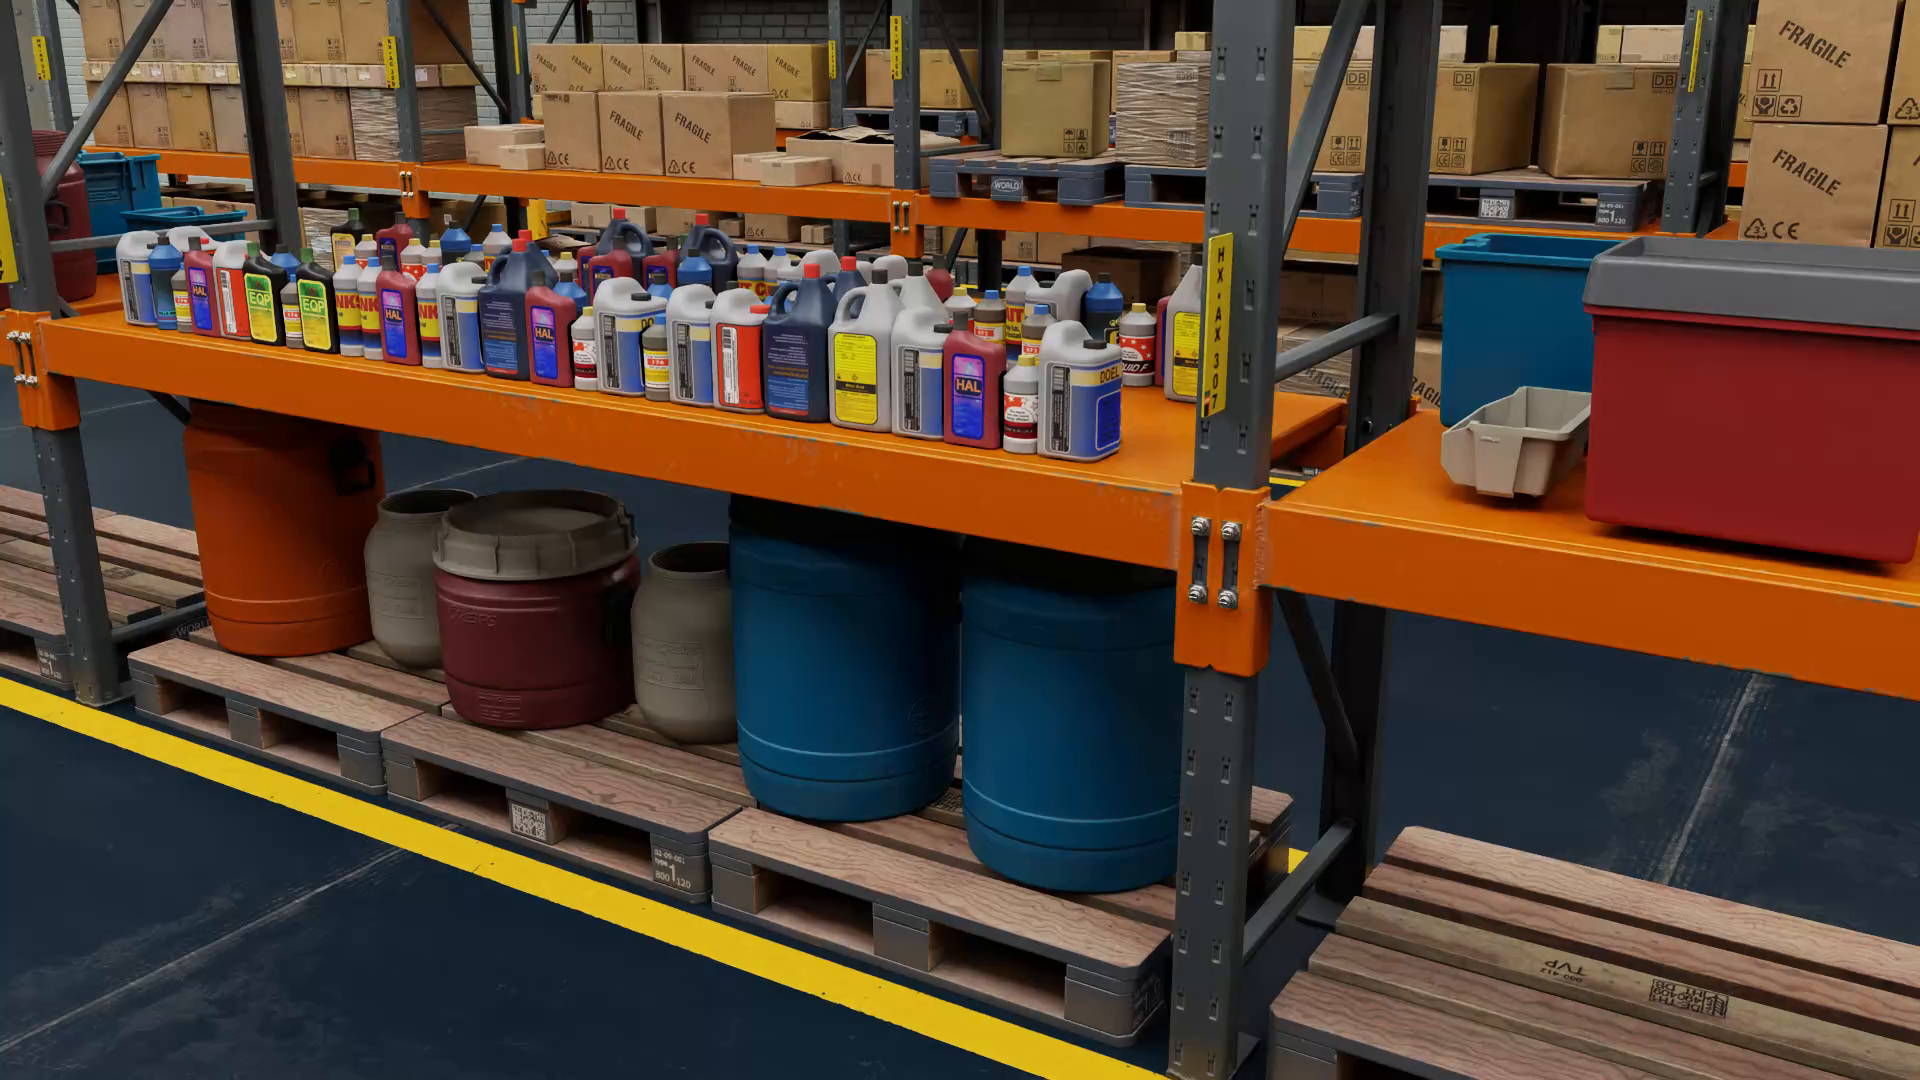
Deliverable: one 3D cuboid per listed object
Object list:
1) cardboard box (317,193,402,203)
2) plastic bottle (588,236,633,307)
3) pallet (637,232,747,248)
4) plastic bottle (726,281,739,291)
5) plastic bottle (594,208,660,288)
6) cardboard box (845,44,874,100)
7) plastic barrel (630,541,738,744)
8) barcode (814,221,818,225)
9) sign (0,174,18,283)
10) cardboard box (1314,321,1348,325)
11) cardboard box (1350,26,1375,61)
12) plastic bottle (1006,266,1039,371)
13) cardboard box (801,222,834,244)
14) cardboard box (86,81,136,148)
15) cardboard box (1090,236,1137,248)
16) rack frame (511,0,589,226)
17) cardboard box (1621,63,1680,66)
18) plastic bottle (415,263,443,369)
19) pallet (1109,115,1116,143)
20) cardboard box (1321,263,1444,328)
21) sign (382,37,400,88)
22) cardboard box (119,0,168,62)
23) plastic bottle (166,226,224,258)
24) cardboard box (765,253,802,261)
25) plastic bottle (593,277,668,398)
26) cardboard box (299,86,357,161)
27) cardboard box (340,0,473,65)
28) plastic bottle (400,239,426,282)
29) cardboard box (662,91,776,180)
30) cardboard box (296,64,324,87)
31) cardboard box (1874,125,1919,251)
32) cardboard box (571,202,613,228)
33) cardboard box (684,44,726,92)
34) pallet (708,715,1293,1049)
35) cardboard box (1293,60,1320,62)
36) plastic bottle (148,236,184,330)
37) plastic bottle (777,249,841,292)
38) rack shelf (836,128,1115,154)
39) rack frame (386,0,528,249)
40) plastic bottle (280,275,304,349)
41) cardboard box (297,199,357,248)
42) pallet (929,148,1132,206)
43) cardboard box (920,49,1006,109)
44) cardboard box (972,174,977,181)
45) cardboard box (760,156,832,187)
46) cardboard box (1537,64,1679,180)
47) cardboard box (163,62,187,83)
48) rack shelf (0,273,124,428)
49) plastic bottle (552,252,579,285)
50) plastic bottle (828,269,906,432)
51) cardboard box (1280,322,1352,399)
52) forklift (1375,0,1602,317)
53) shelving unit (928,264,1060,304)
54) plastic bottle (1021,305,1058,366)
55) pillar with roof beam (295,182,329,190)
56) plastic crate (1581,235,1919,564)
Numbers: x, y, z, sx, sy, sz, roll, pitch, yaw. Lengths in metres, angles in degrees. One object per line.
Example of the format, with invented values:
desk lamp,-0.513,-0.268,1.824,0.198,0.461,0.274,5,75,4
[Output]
cardboard box,-4.547,-2.381,12.776,0.500,0.500,0.500,10,20,30
plastic bottle,-1.027,-0.753,4.899,0.133,0.283,0.061,10,20,30
pallet,-2.509,-3.009,16.922,1.213,0.211,1.003,10,20,30
plastic bottle,-0.553,-0.498,4.082,0.097,0.271,0.097,0,17,0
plastic bottle,-0.995,-0.814,4.985,0.185,0.351,0.144,10,20,30
cardboard box,-1.165,-4.484,15.915,0.500,0.500,0.500,10,19,29
plastic barrel,-0.734,0.293,4.813,0.421,0.512,0.421,0,17,0
barcode,-1.442,-3.148,16.610,0.075,0.075,0.001,10,20,30
sign,-2.932,-0.943,5.043,0.005,0.325,0.100,10,20,30
cardboard box,2.187,-0.924,8.807,0.500,0.500,0.500,10,20,31
cardboard box,3.245,-3.800,12.721,0.500,0.250,0.500,10,19,29
plastic bottle,0.167,-0.577,4.341,0.097,0.271,0.097,0,17,0
cardboard box,-1.346,-2.993,16.191,0.250,0.166,0.380,7,18,23
cardboard box,-6.481,-3.419,13.303,0.500,0.500,0.700,10,20,30
cardboard box,1.515,-2.674,14.567,0.500,0.500,0.700,10,20,30
rack frame,-4.283,-4.672,17.602,0.127,3.000,1.000,10,20,30
cardboard box,4.978,-3.130,11.806,0.500,0.500,0.500,10,20,31
plastic bottle,-1.382,-0.594,4.399,0.097,0.271,0.097,0,17,0
pallet,1.871,-3.446,13.894,1.003,0.211,1.213,10,20,30
cardboard box,2.217,-1.279,8.685,0.500,0.250,0.500,10,20,30
sign,-3.753,-3.151,10.968,0.005,0.325,0.100,10,20,30
cardboard box,-5.985,-3.953,12.829,0.500,0.500,0.700,10,19,29
plastic bottle,-2.371,-0.834,5.181,0.135,0.276,0.152,10,20,30
cardboard box,-1.233,-1.690,10.828,0.500,0.311,0.500,10,19,29
plastic bottle,-0.800,-0.502,4.087,0.135,0.276,0.152,10,20,30
cardboard box,-4.298,-3.029,12.020,0.500,0.500,0.700,10,20,29
cardboard box,-3.845,-3.571,11.573,0.500,0.500,0.700,10,20,30
plastic bottle,-1.797,-0.894,5.505,0.097,0.201,0.097,0,17,0
cardboard box,-1.493,-2.527,10.368,0.500,0.500,0.500,9,19,27
cardboard box,-4.466,-3.300,11.797,0.250,0.149,0.380,10,20,30
cardboard box,4.083,-1.445,6.807,0.500,0.500,0.500,11,20,31
cardboard box,-3.740,-3.469,17.509,0.500,0.311,0.500,8,19,24
cardboard box,-2.291,-4.510,16.000,0.500,0.500,0.500,9,19,28
pallet,0.122,0.813,4.341,1.213,0.211,1.003,10,20,30
cardboard box,2.814,-3.518,13.084,0.500,0.500,0.500,11,20,32
plastic bottle,-2.366,-0.770,4.977,0.097,0.271,0.097,0,17,0
plastic bottle,-0.424,-0.675,4.656,0.135,0.276,0.152,10,20,30
rack shelf,0.830,-3.416,14.702,4.000,0.370,1.077,10,20,30
rack frame,-3.464,-2.837,11.559,0.127,3.000,1.000,10,20,30
plastic bottle,-1.859,-0.646,4.689,0.097,0.201,0.097,0,17,0
cardboard box,-4.821,-2.251,12.349,0.500,0.500,0.500,10,20,30
pallet,0.559,-2.051,9.301,1.003,0.211,1.213,10,20,30
cardboard box,0.014,-4.150,14.953,0.500,0.500,0.700,13,21,36
cardboard box,0.139,-3.263,15.217,0.500,0.250,0.500,10,19,29
cardboard box,-0.966,-2.176,9.817,0.250,0.149,0.380,10,20,30
cardboard box,3.067,-1.996,7.897,0.500,0.500,0.700,4,17,12
cardboard box,-5.770,-3.534,12.565,0.250,0.149,0.380,9,19,28
rack shelf,-4.355,-0.962,6.625,4.000,0.370,1.077,10,20,30
plastic bottle,-1.216,-0.790,5.164,0.097,0.201,0.097,0,17,0
plastic bottle,-0.197,-0.429,3.716,0.185,0.351,0.144,10,20,30
cardboard box,1.939,-0.792,8.371,0.500,0.500,0.500,10,20,31
forklift,3.061,-2.431,10.342,3.031,2.935,1.130,11,20,32
shelving unit,0.141,-0.549,7.124,0.503,1.200,0.258,10,20,30
plastic bottle,0.202,-0.485,4.159,0.097,0.201,0.097,0,17,0
pillar with roof beam,-10.599,-7.497,16.580,0.400,9.000,9.100,10,20,30
plastic crate,1.388,-0.255,2.846,0.583,0.464,0.402,10,20,30
